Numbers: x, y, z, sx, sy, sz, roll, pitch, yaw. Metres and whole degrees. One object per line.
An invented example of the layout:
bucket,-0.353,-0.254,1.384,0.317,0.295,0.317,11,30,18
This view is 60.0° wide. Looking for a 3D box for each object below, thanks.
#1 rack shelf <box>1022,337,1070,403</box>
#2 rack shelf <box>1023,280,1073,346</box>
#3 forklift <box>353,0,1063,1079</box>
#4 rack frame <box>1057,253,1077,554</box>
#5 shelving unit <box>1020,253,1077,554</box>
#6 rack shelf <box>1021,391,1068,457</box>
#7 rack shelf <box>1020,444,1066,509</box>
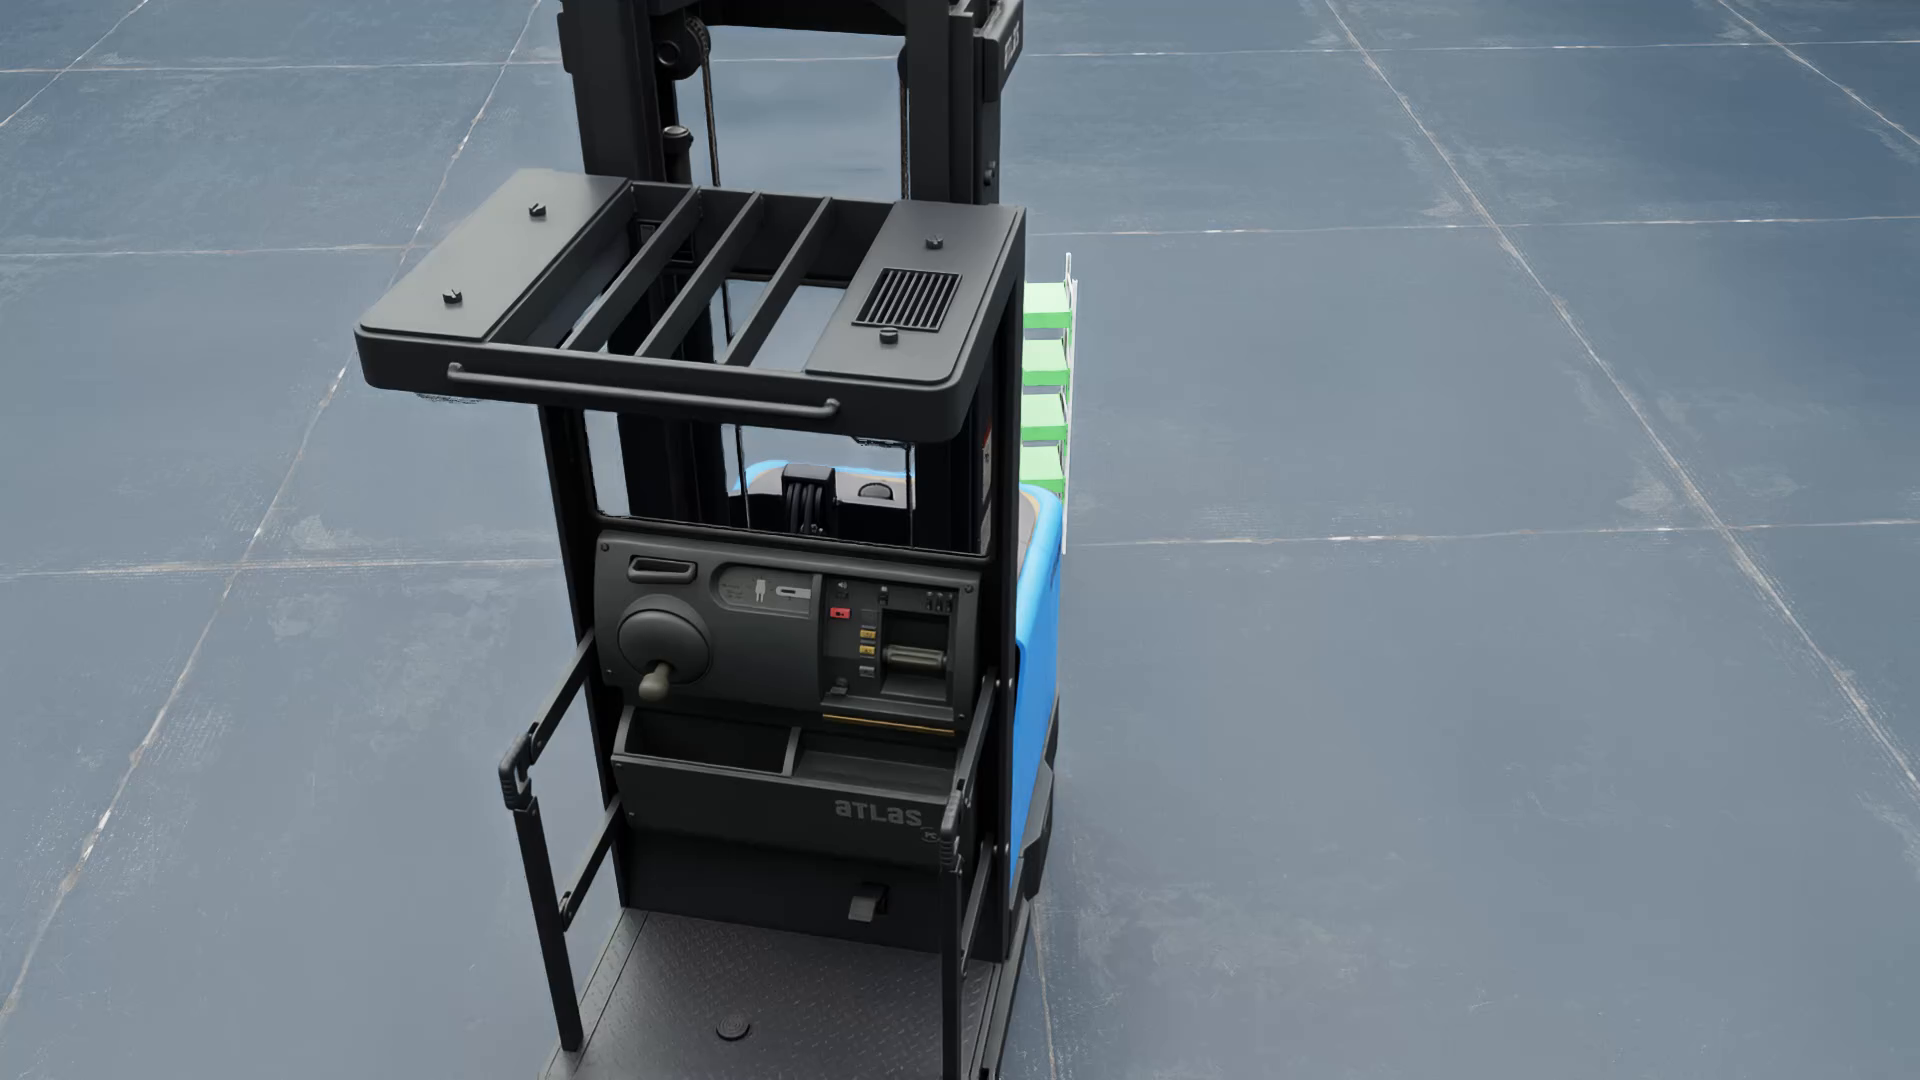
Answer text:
rack shelf,0.165,-0.643,6.315,0.480,0.148,0.258,-2,35,-2
rack shelf,0.165,-0.840,6.178,0.480,0.148,0.258,-2,35,-2
forklift,-0.456,0.284,3.765,1.130,2.935,3.031,6,35,9
rack frame,0.409,-0.504,6.424,0.015,1.200,0.240,-2,35,-2
shelving unit,0.165,-0.498,6.415,0.503,1.200,0.258,-2,35,-2
rack shelf,0.165,-0.445,6.451,0.480,0.148,0.258,-2,35,-2
rack shelf,0.165,-0.248,6.588,0.480,0.148,0.258,-2,35,-2
